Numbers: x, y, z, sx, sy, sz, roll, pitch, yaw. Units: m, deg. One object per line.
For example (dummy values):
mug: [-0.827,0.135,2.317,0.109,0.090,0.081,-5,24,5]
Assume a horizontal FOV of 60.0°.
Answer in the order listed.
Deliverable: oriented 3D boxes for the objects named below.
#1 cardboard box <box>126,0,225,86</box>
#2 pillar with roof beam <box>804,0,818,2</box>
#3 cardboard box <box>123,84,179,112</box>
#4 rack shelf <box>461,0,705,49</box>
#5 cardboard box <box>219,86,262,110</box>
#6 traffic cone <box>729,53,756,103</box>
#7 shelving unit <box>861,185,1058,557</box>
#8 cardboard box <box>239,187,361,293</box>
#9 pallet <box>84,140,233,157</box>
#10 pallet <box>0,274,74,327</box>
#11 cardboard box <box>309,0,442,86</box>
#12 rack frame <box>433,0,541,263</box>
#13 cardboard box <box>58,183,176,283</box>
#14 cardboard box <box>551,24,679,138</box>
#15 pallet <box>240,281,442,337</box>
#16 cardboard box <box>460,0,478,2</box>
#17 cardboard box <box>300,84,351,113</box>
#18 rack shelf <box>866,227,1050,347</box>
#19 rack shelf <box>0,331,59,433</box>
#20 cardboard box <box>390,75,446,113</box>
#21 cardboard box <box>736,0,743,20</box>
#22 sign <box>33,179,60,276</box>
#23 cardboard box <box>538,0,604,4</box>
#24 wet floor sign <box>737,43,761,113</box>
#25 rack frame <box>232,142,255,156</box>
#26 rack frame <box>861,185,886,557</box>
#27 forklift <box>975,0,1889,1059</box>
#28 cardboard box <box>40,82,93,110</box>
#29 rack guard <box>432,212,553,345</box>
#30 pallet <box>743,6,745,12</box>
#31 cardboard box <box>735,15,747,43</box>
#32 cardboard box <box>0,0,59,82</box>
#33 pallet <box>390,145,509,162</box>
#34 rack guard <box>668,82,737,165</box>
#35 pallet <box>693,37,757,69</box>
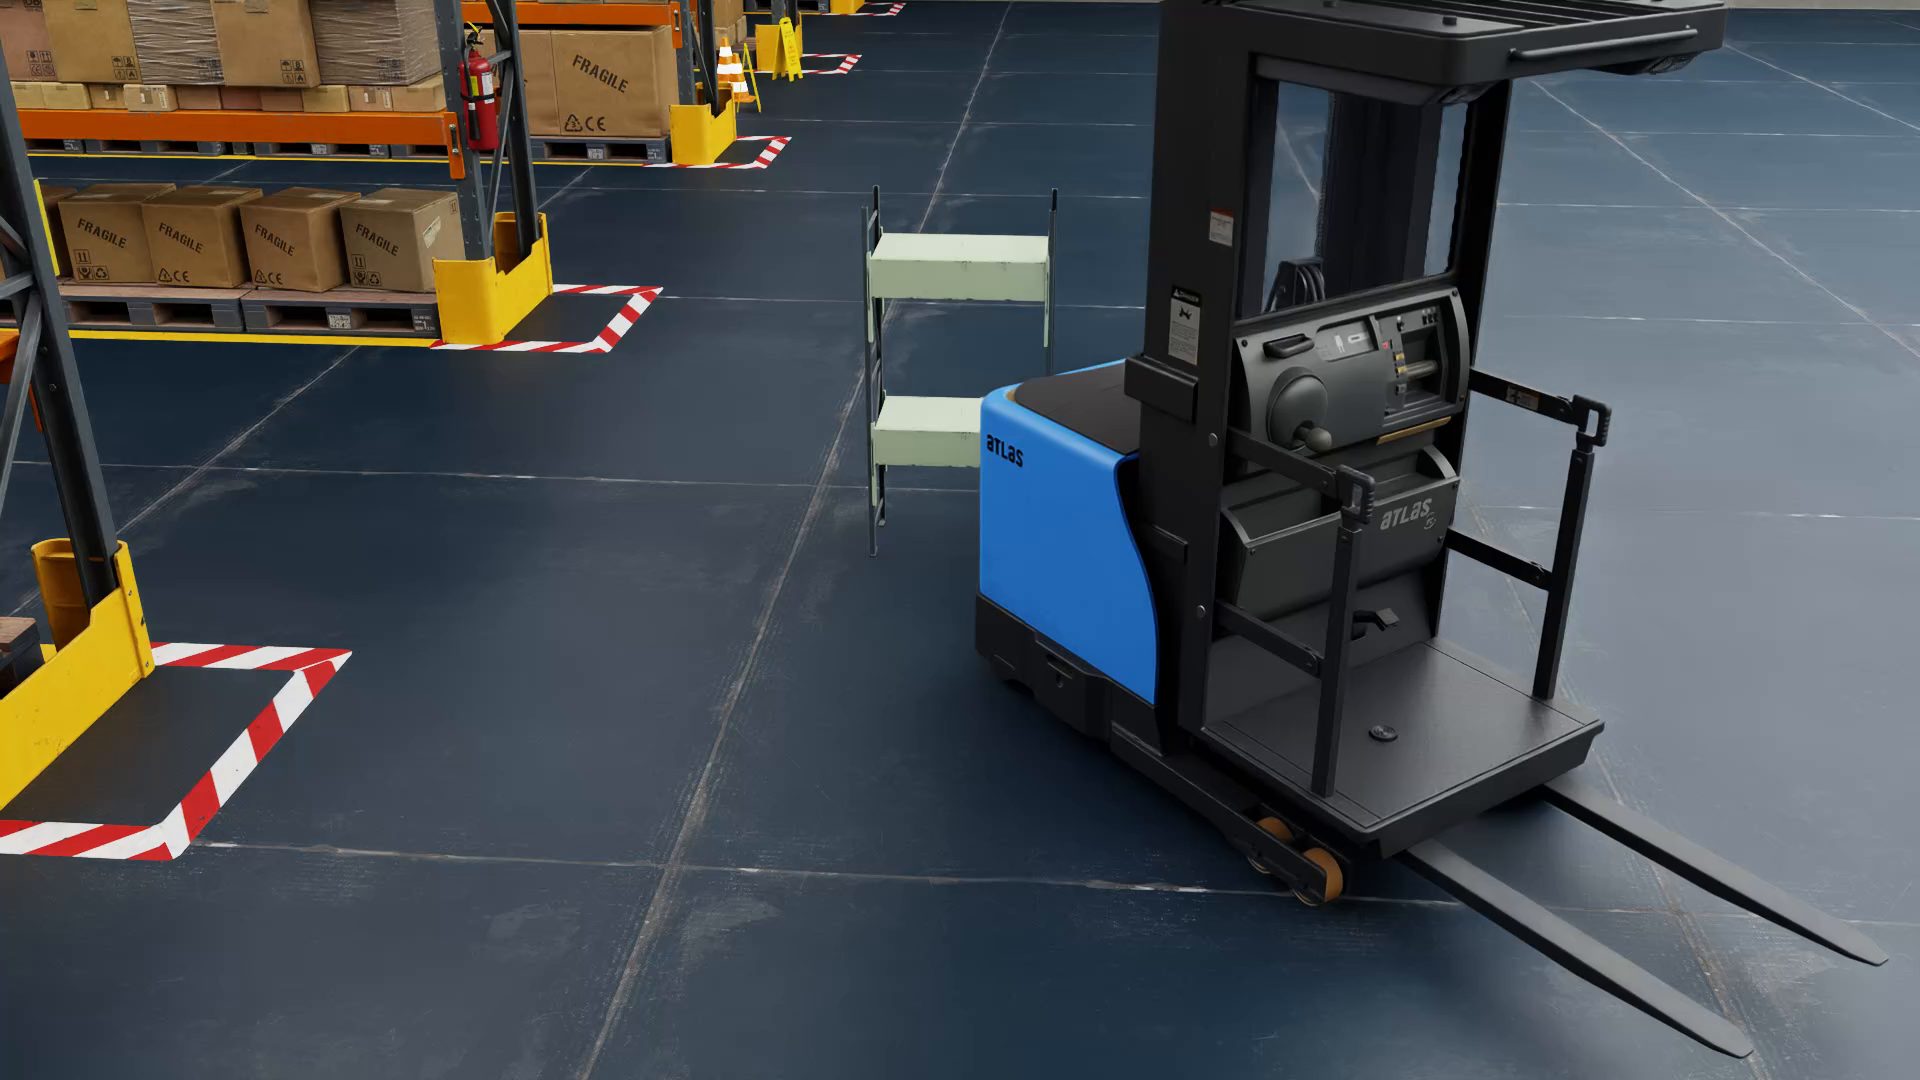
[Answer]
cardboard box: [-4.309,-2.958,9.614,0.500,0.500,0.875,2,25,4]
pillar with roof beam: [-2.579,-10.276,18.818,0.400,9.000,9.100,2,25,4]
cardboard box: [-4.563,-2.561,9.528,0.250,0.149,0.380,2,25,4]
rack shelf: [-4.273,-4.549,14.409,4.000,0.370,1.077,2,25,4]
cardboard box: [-4.056,-2.592,9.594,0.250,0.149,0.380,2,25,4]
traffic cone: [-2.274,-4.729,16.973,0.334,0.463,0.336,2,25,4]
shelving unit: [0.007,-0.681,6.936,0.755,1.500,0.431,2,25,4]
cardboard box: [-3.980,-1.835,10.138,0.500,0.500,0.500,8,26,18]
pallet: [-7.042,-3.667,14.966,1.213,0.211,1.003,2,25,4]
pallet: [-6.076,-1.603,10.480,1.213,0.211,1.003,2,25,4]
cardboard box: [-3.306,-2.958,9.614,0.500,0.500,0.875,2,25,4]
rack frame: [-2.760,-2.748,9.634,0.127,3.000,1.000,2,25,4]
cardboard box: [-5.155,-1.900,10.278,0.500,0.500,0.500,0,25,-1]
cardboard box: [-2.960,-4.032,14.463,0.875,0.875,0.875,2,25,4]
pallet: [-3.643,-1.524,10.311,1.213,0.211,1.003,2,25,4]
cardboard box: [-4.283,-4.952,14.243,0.500,0.550,0.875,2,25,4]
cardboard box: [-3.562,-2.552,9.508,0.250,0.149,0.380,2,25,4]
rack shelf: [0.007,-1.036,6.773,0.720,0.370,0.431,2,25,4]
rack shelf: [-5.133,-0.421,5.437,4.000,0.370,1.077,2,25,4]
cardboard box: [-3.060,-2.557,9.519,0.250,0.149,0.380,2,25,4]
cardboard box: [-2.808,-6.302,19.248,0.500,0.500,0.500,1,25,2]
sign: [-3.092,-1.039,5.588,0.005,0.325,0.100,2,25,4]
cardboard box: [-3.203,-4.882,14.091,0.550,0.550,0.875,2,25,4]
wet floor sign: [-2.099,-4.567,16.403,0.232,0.644,0.267,-2,25,-5]
rack frame: [-6.267,-4.940,14.398,0.127,3.000,1.000,2,25,4]
rack frame: [-0.358,-0.693,6.961,0.023,1.500,0.400,2,25,4]
forklift: [1.302,-0.482,4.790,1.130,2.935,3.031,-16,29,-31]
cardboard box: [-5.060,-2.587,9.585,0.250,0.149,0.380,2,25,4]
rack guard: [-2.835,-1.615,10.162,0.348,0.500,1.175,2,25,4]
pallet: [-3.603,-7.728,23.792,1.213,0.211,1.003,2,25,4]
cardboard box: [-2.784,-5.961,19.404,0.500,0.250,0.500,2,25,4]
cardboard box: [-5.302,-3.012,9.731,0.500,0.500,0.875,2,25,4]
pallet: [-4.295,-3.578,14.774,1.213,0.211,1.003,2,25,4]
rack guard: [-2.255,-3.676,14.640,0.348,0.500,1.175,2,25,4]
pallet: [-2.884,-5.655,19.287,1.213,0.211,1.003,2,25,4]
